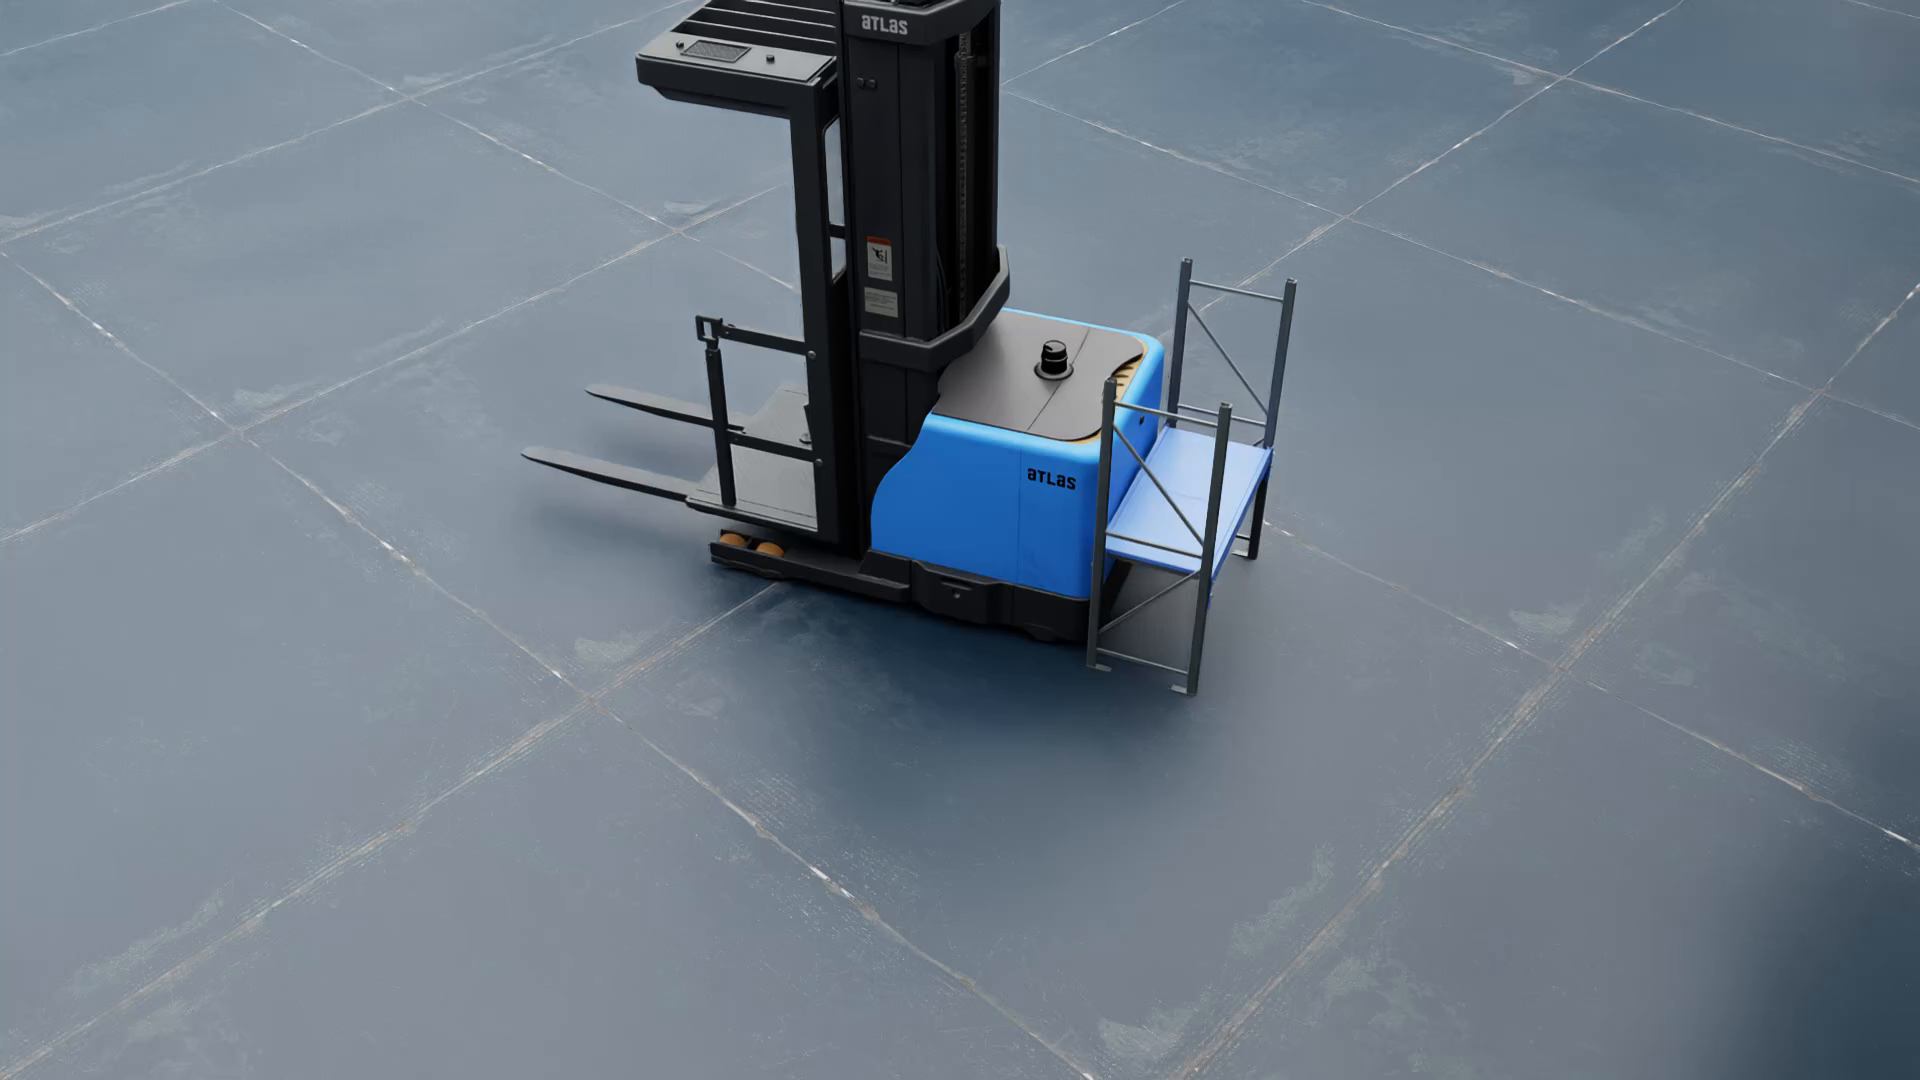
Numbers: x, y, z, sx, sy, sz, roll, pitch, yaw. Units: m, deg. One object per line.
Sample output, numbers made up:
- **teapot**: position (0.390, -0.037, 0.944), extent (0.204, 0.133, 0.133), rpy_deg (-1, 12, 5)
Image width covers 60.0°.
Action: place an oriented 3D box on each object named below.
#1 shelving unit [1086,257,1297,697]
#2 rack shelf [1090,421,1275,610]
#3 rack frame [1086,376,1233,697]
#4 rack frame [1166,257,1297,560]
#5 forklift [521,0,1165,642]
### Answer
- **shelving unit**: position (0.988, -0.268, 7.166), extent (0.538, 1.500, 1.048), rpy_deg (15, 41, 18)
- **rack shelf**: position (0.988, -0.128, 7.278), extent (0.538, 0.185, 1.000), rpy_deg (15, 41, 18)
- **rack frame**: position (0.791, 0.023, 6.799), extent (0.500, 1.500, 0.032), rpy_deg (15, 41, 18)
- **rack frame**: position (1.184, -0.560, 7.533), extent (0.500, 1.500, 0.032), rpy_deg (15, 41, 18)
- **forklift**: position (-0.640, -1.261, 7.265), extent (3.031, 2.935, 1.130), rpy_deg (13, 40, 16)
